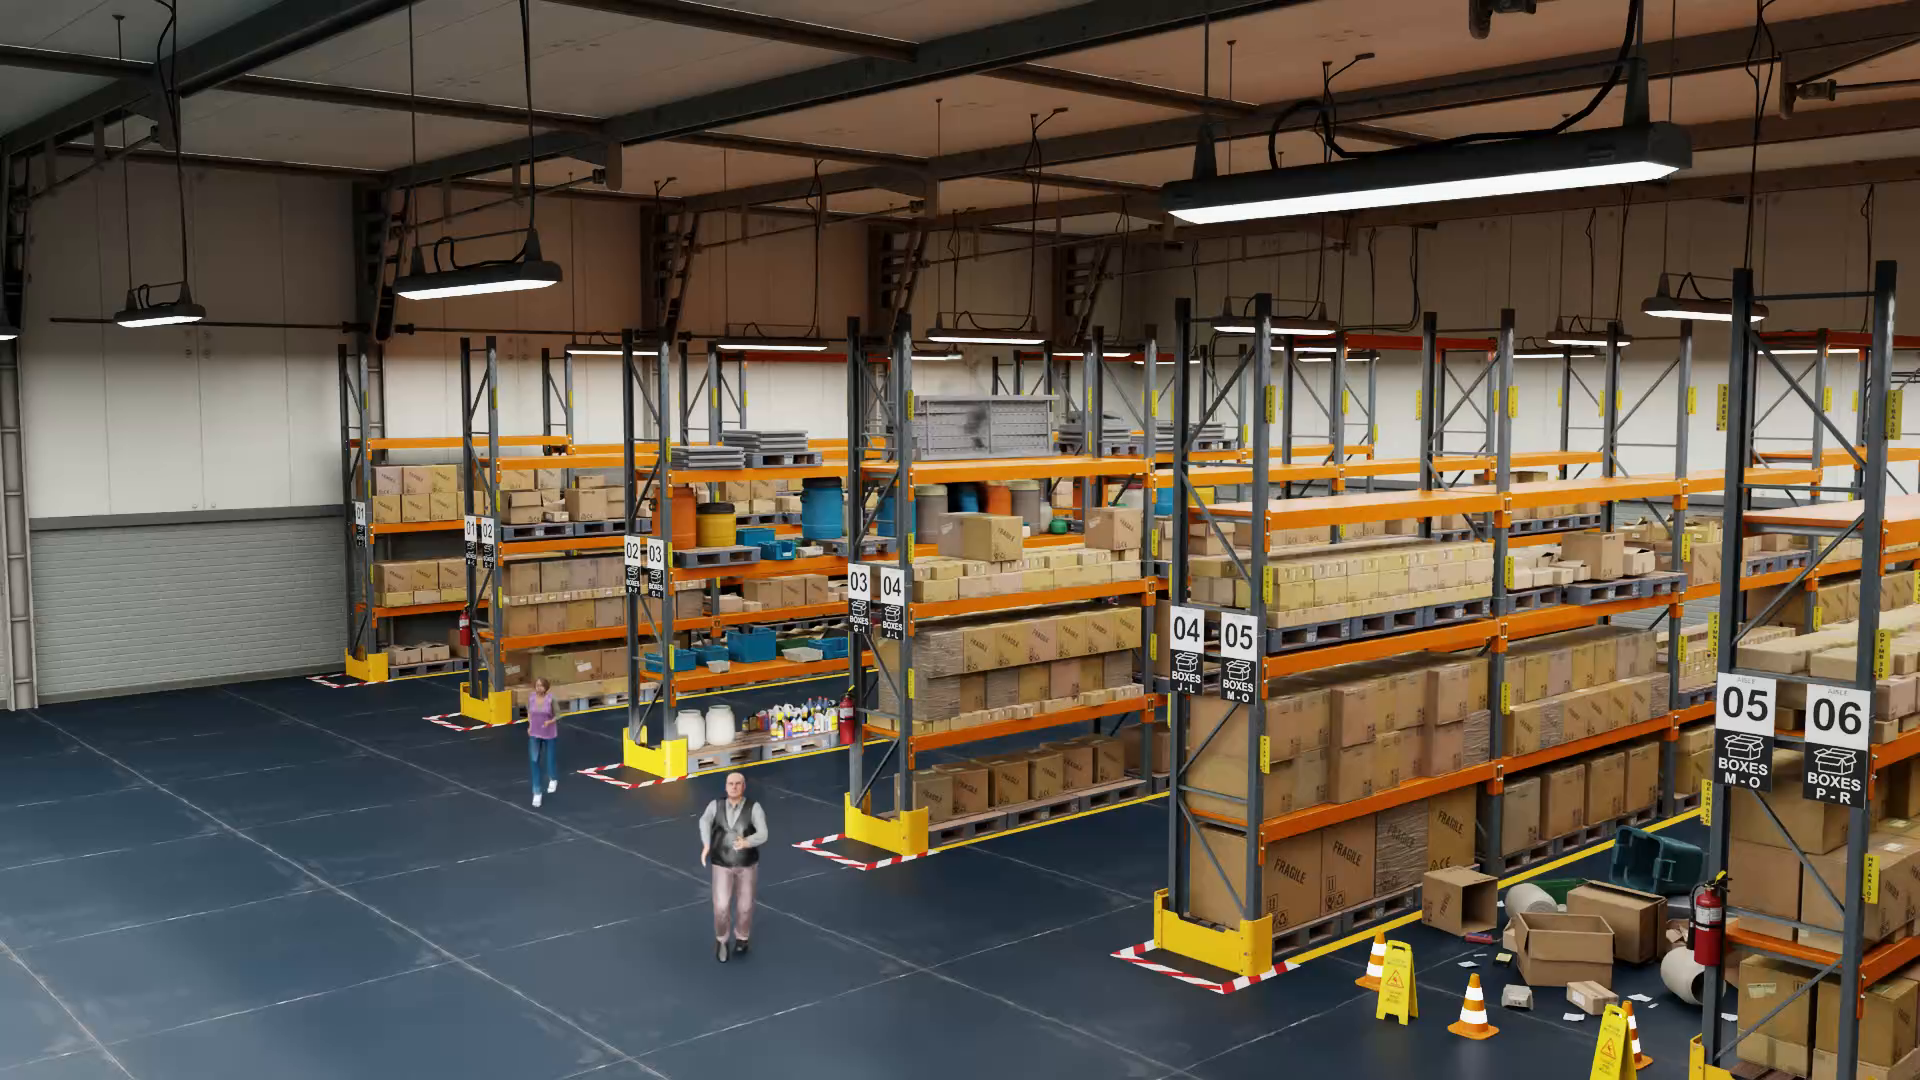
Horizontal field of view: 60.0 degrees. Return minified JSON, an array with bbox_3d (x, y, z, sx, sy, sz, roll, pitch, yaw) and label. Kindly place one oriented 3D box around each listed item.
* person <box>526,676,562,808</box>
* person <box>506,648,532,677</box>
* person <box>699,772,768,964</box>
[{"bbox_3d":[-5.244,2.548,20.979,0.472,1.522,0.830,-1,5,-6],"label":"person"},{"bbox_3d":[-7.627,1.760,28.425,0.579,1.699,0.923,3,6,33],"label":"person"},{"bbox_3d":[-2.049,2.966,15.049,0.630,1.724,0.703,-1,5,-6],"label":"person"}]
